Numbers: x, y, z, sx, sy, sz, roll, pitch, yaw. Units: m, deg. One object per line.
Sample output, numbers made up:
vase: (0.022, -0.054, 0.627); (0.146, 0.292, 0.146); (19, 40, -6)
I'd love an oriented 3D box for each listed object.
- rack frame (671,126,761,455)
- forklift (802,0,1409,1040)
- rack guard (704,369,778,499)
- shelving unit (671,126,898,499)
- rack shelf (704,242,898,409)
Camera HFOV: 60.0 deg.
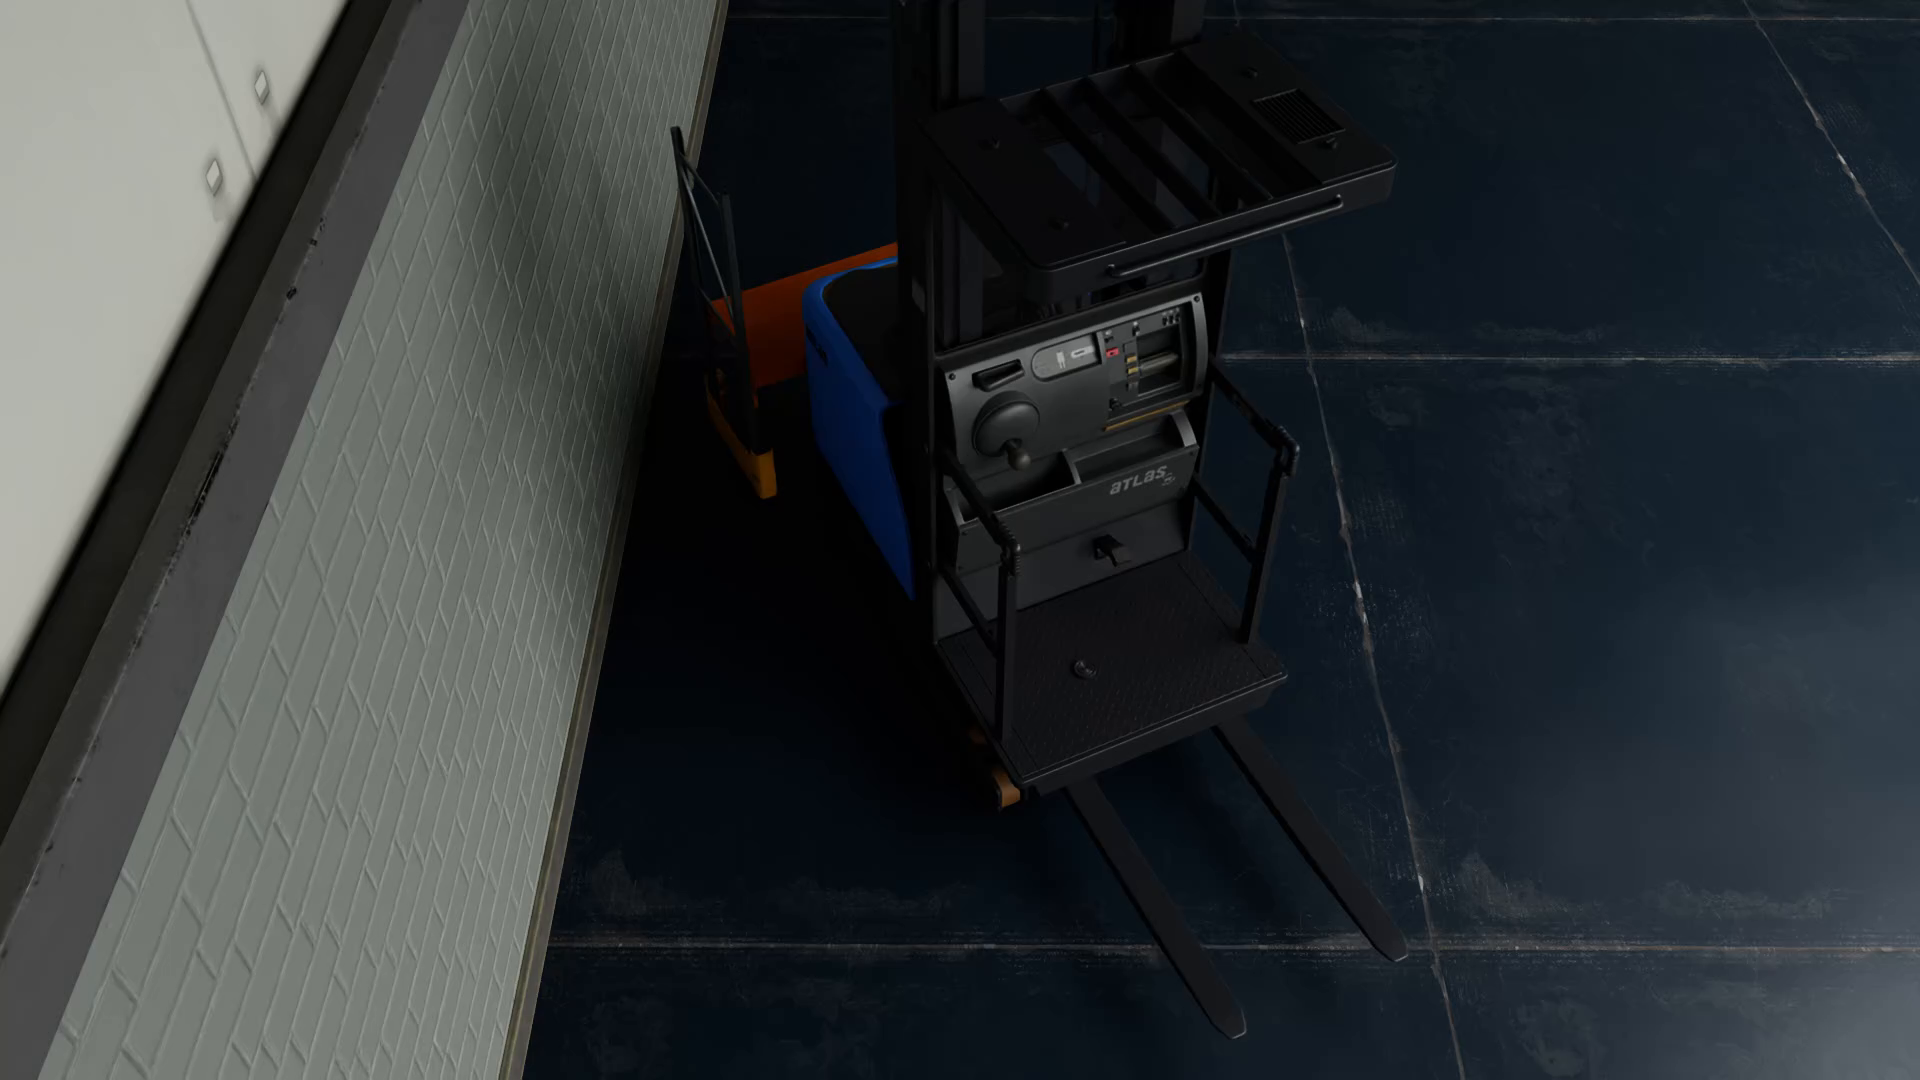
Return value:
rack frame: (-0.952, -0.874, 6.619); (0.032, 1.500, 0.500); (-21, 51, -19)
forklift: (0.477, -0.418, 5.218); (1.130, 2.935, 3.031); (-19, 50, -17)
rack guard: (-0.935, -0.454, 7.082); (0.087, 0.250, 0.587); (-21, 51, -19)
shelving unit: (-0.496, -1.052, 6.785); (1.083, 1.500, 0.587); (-21, 51, -19)
rack shelf: (-0.504, -0.927, 6.914); (1.000, 0.185, 0.538); (-21, 51, -19)
